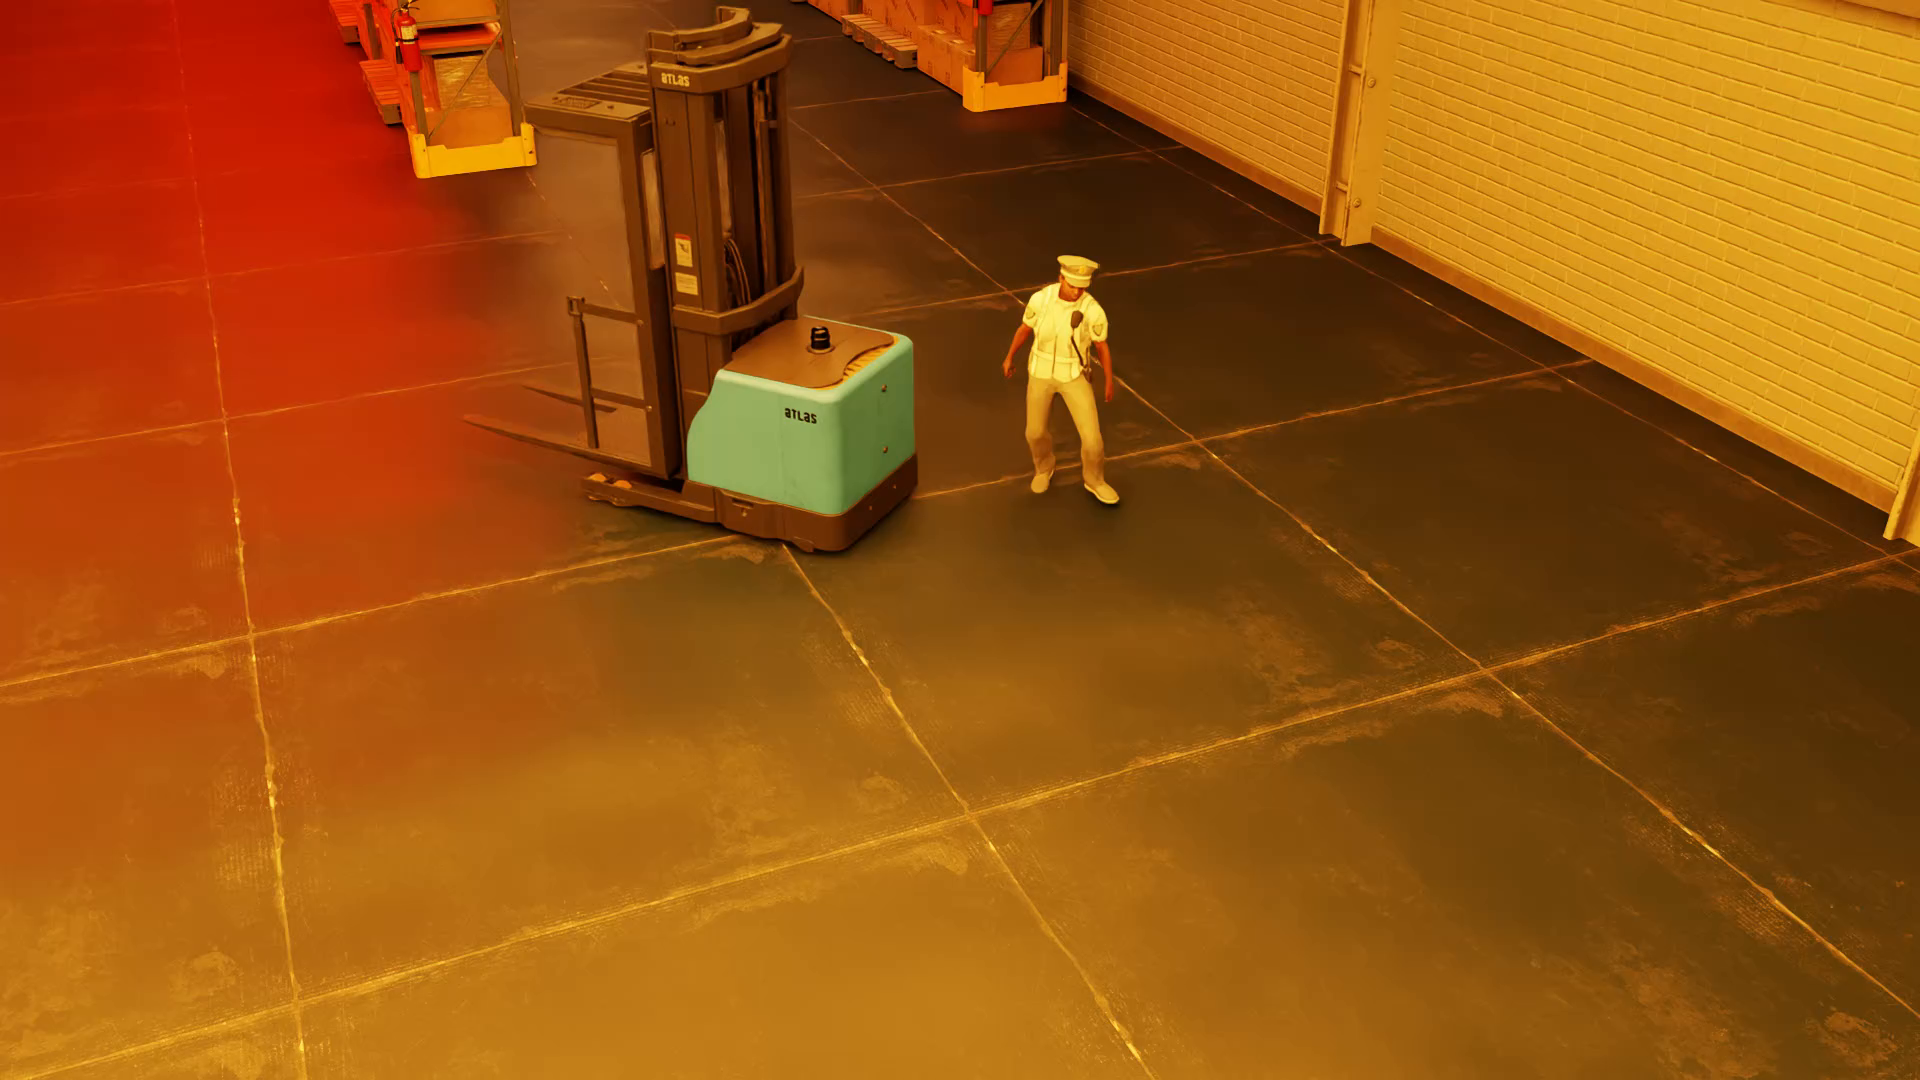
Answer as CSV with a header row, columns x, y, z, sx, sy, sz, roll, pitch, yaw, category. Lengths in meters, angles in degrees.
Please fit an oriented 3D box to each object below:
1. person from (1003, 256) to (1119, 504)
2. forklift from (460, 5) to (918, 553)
x,y,z,sx,sy,sz,roll,pitch,yaw,category
0.637,-0.993,10.217,0.813,1.648,0.444,11,32,19,person
-1.819,-1.696,10.086,3.031,2.935,1.130,14,33,23,forklift
